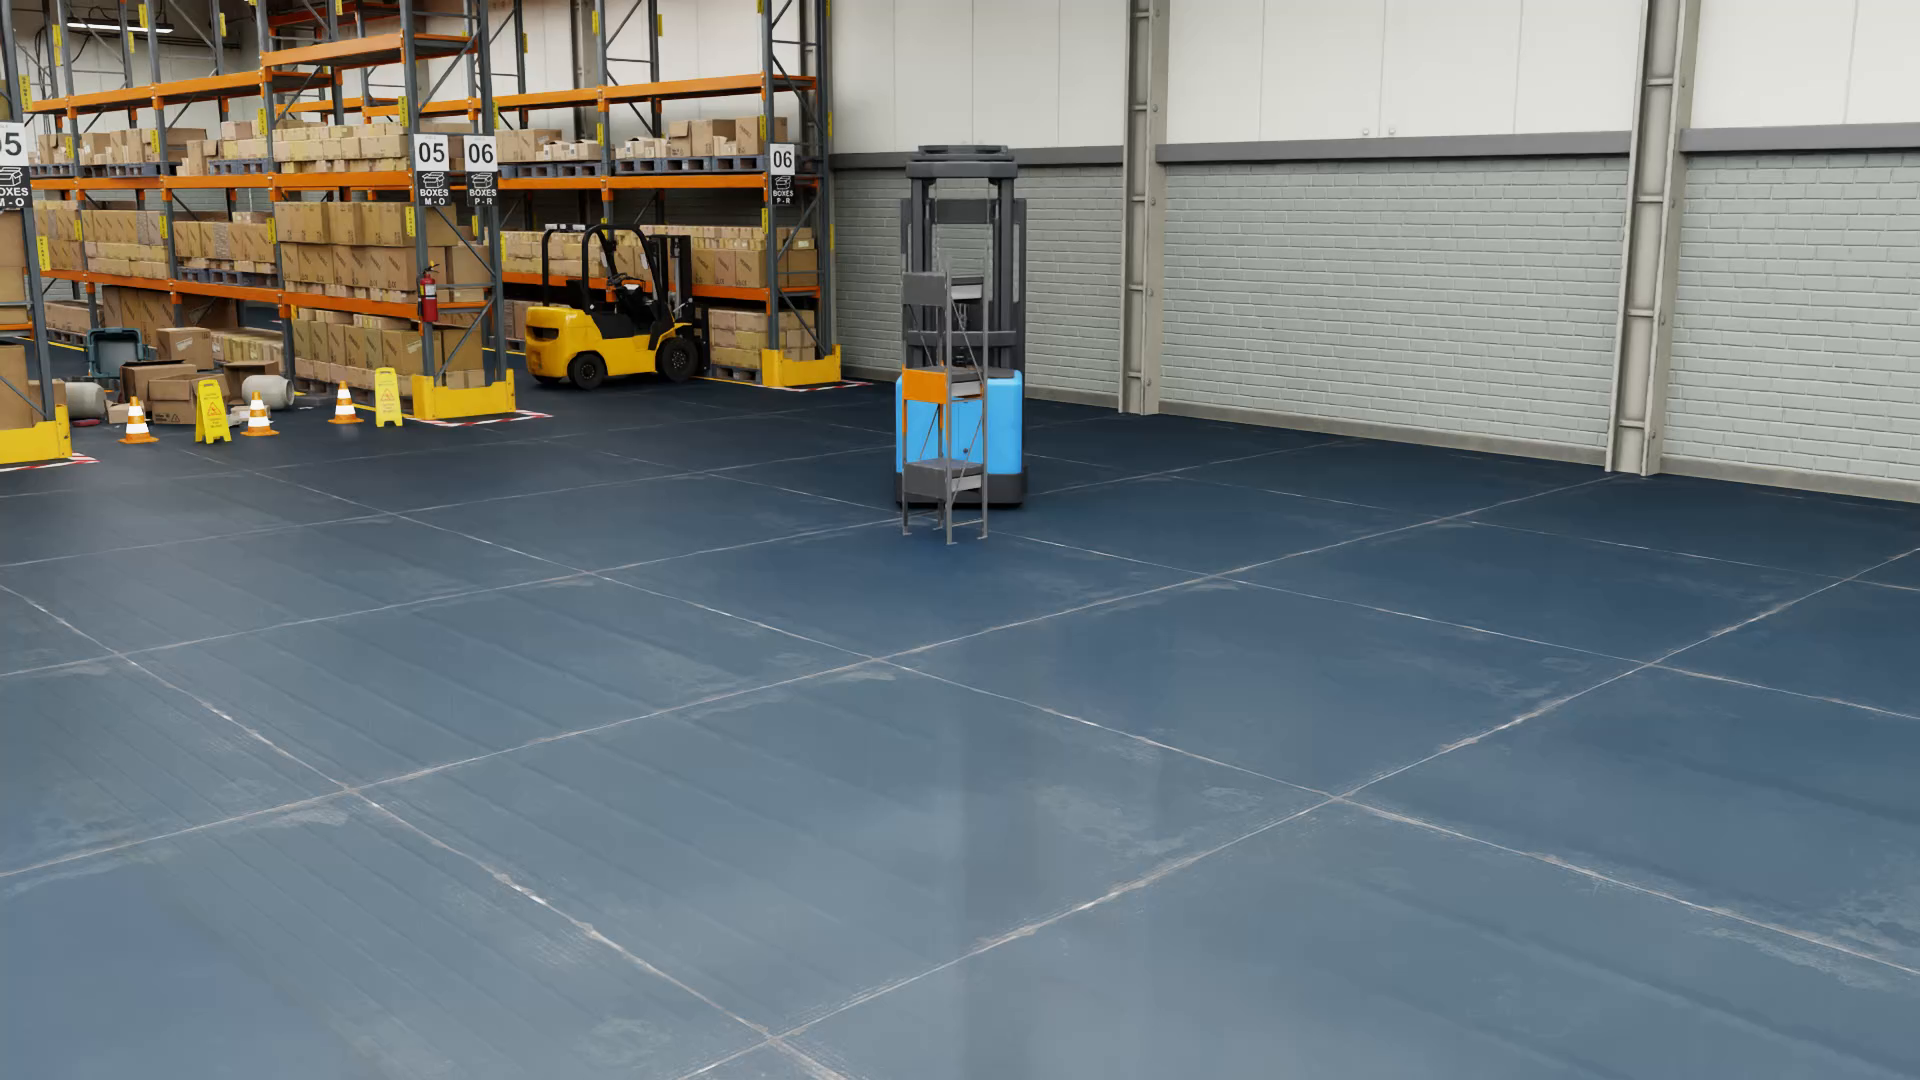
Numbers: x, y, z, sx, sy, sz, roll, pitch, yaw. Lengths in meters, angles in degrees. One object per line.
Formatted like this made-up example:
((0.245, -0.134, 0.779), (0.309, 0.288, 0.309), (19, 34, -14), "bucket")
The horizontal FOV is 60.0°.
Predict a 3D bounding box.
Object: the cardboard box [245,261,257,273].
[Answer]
((-9.465, -3.715, 22.593), (0.380, 0.149, 0.250), (-11, 16, -43), "cardboard box")

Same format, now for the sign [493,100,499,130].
((-5.382, -4.912, 19.218), (0.100, 0.325, 0.005), (-11, 16, -43), "sign")

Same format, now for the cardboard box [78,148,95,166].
((-13.969, -6.177, 26.820), (0.396, 0.266, 0.258), (-11, 16, -43), "cardboard box")

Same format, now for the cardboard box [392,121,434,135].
((-6.221, -4.684, 18.924), (0.380, 0.149, 0.250), (-11, 16, -42), "cardboard box")

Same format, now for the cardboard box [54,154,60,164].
((-14.916, -6.378, 27.836), (0.380, 0.149, 0.250), (-10, 16, -41), "cardboard box")

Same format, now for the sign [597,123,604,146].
((-5.335, -6.014, 24.675), (0.100, 0.325, 0.005), (-11, 16, -43), "sign")

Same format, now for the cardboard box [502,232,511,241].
((-7.323, -5.005, 27.415), (0.380, 0.149, 0.250), (-10, 16, -41), "cardboard box")

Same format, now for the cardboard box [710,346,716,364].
((-3.415, -2.663, 23.675), (0.500, 0.250, 0.500), (-11, 16, -42), "cardboard box")

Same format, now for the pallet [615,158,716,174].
((-4.341, -5.520, 24.555), (1.003, 0.211, 1.213), (-11, 16, -43), "pallet")

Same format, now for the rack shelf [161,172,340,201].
((-9.918, -4.931, 23.262), (1.077, 0.370, 4.000), (-11, 16, -43), "rack shelf")

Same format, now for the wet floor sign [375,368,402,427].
((-6.417, -1.609, 18.621), (0.267, 0.644, 0.232), (-5, 13, -23), "wet floor sign")

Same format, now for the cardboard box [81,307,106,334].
((-14.417, -3.747, 28.476), (0.875, 0.438, 0.875), (-11, 16, -43), "cardboard box")

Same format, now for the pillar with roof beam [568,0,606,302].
((-9.273, -7.072, 24.438), (9.100, 9.000, 0.400), (-11, 16, -43), "pillar with roof beam")

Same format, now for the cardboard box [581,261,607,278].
((-5.486, -4.178, 25.630), (0.500, 0.250, 0.500), (-10, 16, -41), "cardboard box")

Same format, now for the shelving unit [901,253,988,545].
((-0.114, -1.053, 12.317), (0.431, 2.100, 0.503), (-11, 16, -43), "shelving unit")

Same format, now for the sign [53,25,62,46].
((-14.479, -8.090, 26.669), (0.100, 0.325, 0.005), (-11, 16, -43), "sign")

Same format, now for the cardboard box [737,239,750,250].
((-2.827, -4.042, 22.743), (0.380, 0.149, 0.250), (-11, 16, -42), "cardboard box")

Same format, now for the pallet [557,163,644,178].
((-5.568, -5.717, 25.768), (1.217, 0.209, 0.805), (11, 16, 43), "pallet")

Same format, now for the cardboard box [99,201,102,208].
((-14.608, -5.601, 27.829), (0.380, 0.149, 0.250), (-10, 16, -41), "cardboard box")

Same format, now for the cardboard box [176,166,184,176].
((-11.204, -5.383, 24.293), (0.380, 0.149, 0.250), (-11, 16, -43), "cardboard box")

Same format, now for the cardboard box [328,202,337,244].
((-7.300, -3.894, 20.418), (0.700, 0.500, 0.500), (-11, 16, -43), "cardboard box")

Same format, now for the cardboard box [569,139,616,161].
((-5.625, -5.967, 25.437), (0.500, 0.311, 0.500), (11, 16, 43), "cardboard box")

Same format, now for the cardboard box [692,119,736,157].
((-3.304, -5.598, 23.178), (0.700, 0.500, 0.500), (-11, 16, -42), "cardboard box")

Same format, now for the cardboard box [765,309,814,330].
((-2.382, -3.076, 23.204), (0.500, 0.250, 0.500), (-11, 16, -43), "cardboard box")

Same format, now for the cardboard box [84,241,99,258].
((-13.961, -4.758, 27.205), (0.500, 0.250, 0.500), (11, 16, 44), "cardboard box")

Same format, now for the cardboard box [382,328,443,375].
((-6.516, -2.246, 19.792), (0.500, 0.500, 0.500), (-11, 16, -42), "cardboard box")

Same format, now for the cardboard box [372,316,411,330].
((-6.818, -2.607, 19.942), (0.380, 0.149, 0.250), (-10, 15, -41), "cardboard box")

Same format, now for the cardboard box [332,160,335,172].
((-7.432, -4.563, 20.316), (0.380, 0.149, 0.250), (-11, 16, -42), "cardboard box")

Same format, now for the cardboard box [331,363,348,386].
((-7.579, -2.104, 20.965), (0.500, 0.250, 0.500), (-11, 16, -43), "cardboard box")

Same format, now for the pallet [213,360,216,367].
((-10.760, -2.626, 24.636), (1.003, 0.211, 1.213), (-11, 16, -43), "pallet")

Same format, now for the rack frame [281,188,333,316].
((-13.236, -5.966, 33.936), (1.000, 3.000, 0.127), (-11, 16, -43), "rack frame")

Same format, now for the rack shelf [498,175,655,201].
((-6.330, -5.623, 26.622), (1.077, 0.370, 4.000), (-11, 16, -43), "rack shelf")

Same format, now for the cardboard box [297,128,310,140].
((-8.016, -5.052, 20.712), (0.380, 0.149, 0.250), (-11, 16, -43), "cardboard box")

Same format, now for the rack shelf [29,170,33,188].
((-10.666, -3.643, 17.009), (1.077, 0.370, 4.000), (-11, 16, -43), "rack shelf")

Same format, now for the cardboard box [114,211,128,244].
((-12.888, -4.906, 26.065), (0.500, 0.500, 0.500), (-11, 16, -43), "cardboard box")

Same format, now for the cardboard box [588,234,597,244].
((-5.537, -4.635, 25.622), (0.380, 0.149, 0.250), (-11, 16, -43), "cardboard box")

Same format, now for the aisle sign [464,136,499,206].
((-5.507, -4.246, 19.145), (0.394, 0.787, 0.004), (-11, 16, -43), "aisle sign")

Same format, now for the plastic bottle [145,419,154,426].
((-9.205, -1.322, 18.677), (0.283, 0.061, 0.133), (6, 13, 26), "plastic bottle")

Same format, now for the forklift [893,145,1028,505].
((0.039, -1.971, 14.716), (1.130, 2.935, 3.031), (0, 12, 2), "forklift")

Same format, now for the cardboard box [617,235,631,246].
((-4.919, -4.498, 24.956), (0.380, 0.149, 0.250), (-11, 16, -43), "cardboard box")

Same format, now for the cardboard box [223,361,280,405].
((-8.781, -1.953, 20.648), (0.500, 0.500, 0.500), (-1, 12, -4), "cardboard box")

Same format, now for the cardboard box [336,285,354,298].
((-7.480, -3.088, 20.589), (0.380, 0.149, 0.250), (-11, 16, -43), "cardboard box")

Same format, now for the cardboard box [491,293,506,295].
((-8.010, -4.260, 29.200), (0.380, 0.149, 0.250), (-10, 15, -41), "cardboard box")

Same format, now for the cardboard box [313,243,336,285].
((-7.733, -3.469, 20.831), (0.500, 0.500, 0.500), (-11, 16, -43), "cardboard box")

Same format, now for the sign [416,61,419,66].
((-10.076, -8.934, 30.766), (0.100, 0.325, 0.005), (-11, 16, -43), "sign")

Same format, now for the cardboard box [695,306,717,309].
((-3.787, -3.224, 23.924), (0.500, 0.250, 0.500), (-11, 16, -44), "cardboard box")

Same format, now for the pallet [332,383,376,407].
((-7.200, -1.886, 21.040), (1.003, 0.211, 1.213), (-11, 16, -43), "pallet")

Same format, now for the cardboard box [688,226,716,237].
((-3.650, -4.389, 23.690), (0.380, 0.149, 0.250), (-11, 16, -42), "cardboard box")

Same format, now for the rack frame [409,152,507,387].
((-5.774, -2.939, 19.242), (1.000, 3.000, 0.127), (-11, 16, -43), "rack frame")

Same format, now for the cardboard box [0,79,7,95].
((-9.285, -4.319, 15.864), (0.380, 0.149, 0.250), (-11, 16, -42), "cardboard box")

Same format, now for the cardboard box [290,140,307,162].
((-8.068, -4.888, 20.902), (0.500, 0.250, 0.500), (-11, 16, -43), "cardboard box")
